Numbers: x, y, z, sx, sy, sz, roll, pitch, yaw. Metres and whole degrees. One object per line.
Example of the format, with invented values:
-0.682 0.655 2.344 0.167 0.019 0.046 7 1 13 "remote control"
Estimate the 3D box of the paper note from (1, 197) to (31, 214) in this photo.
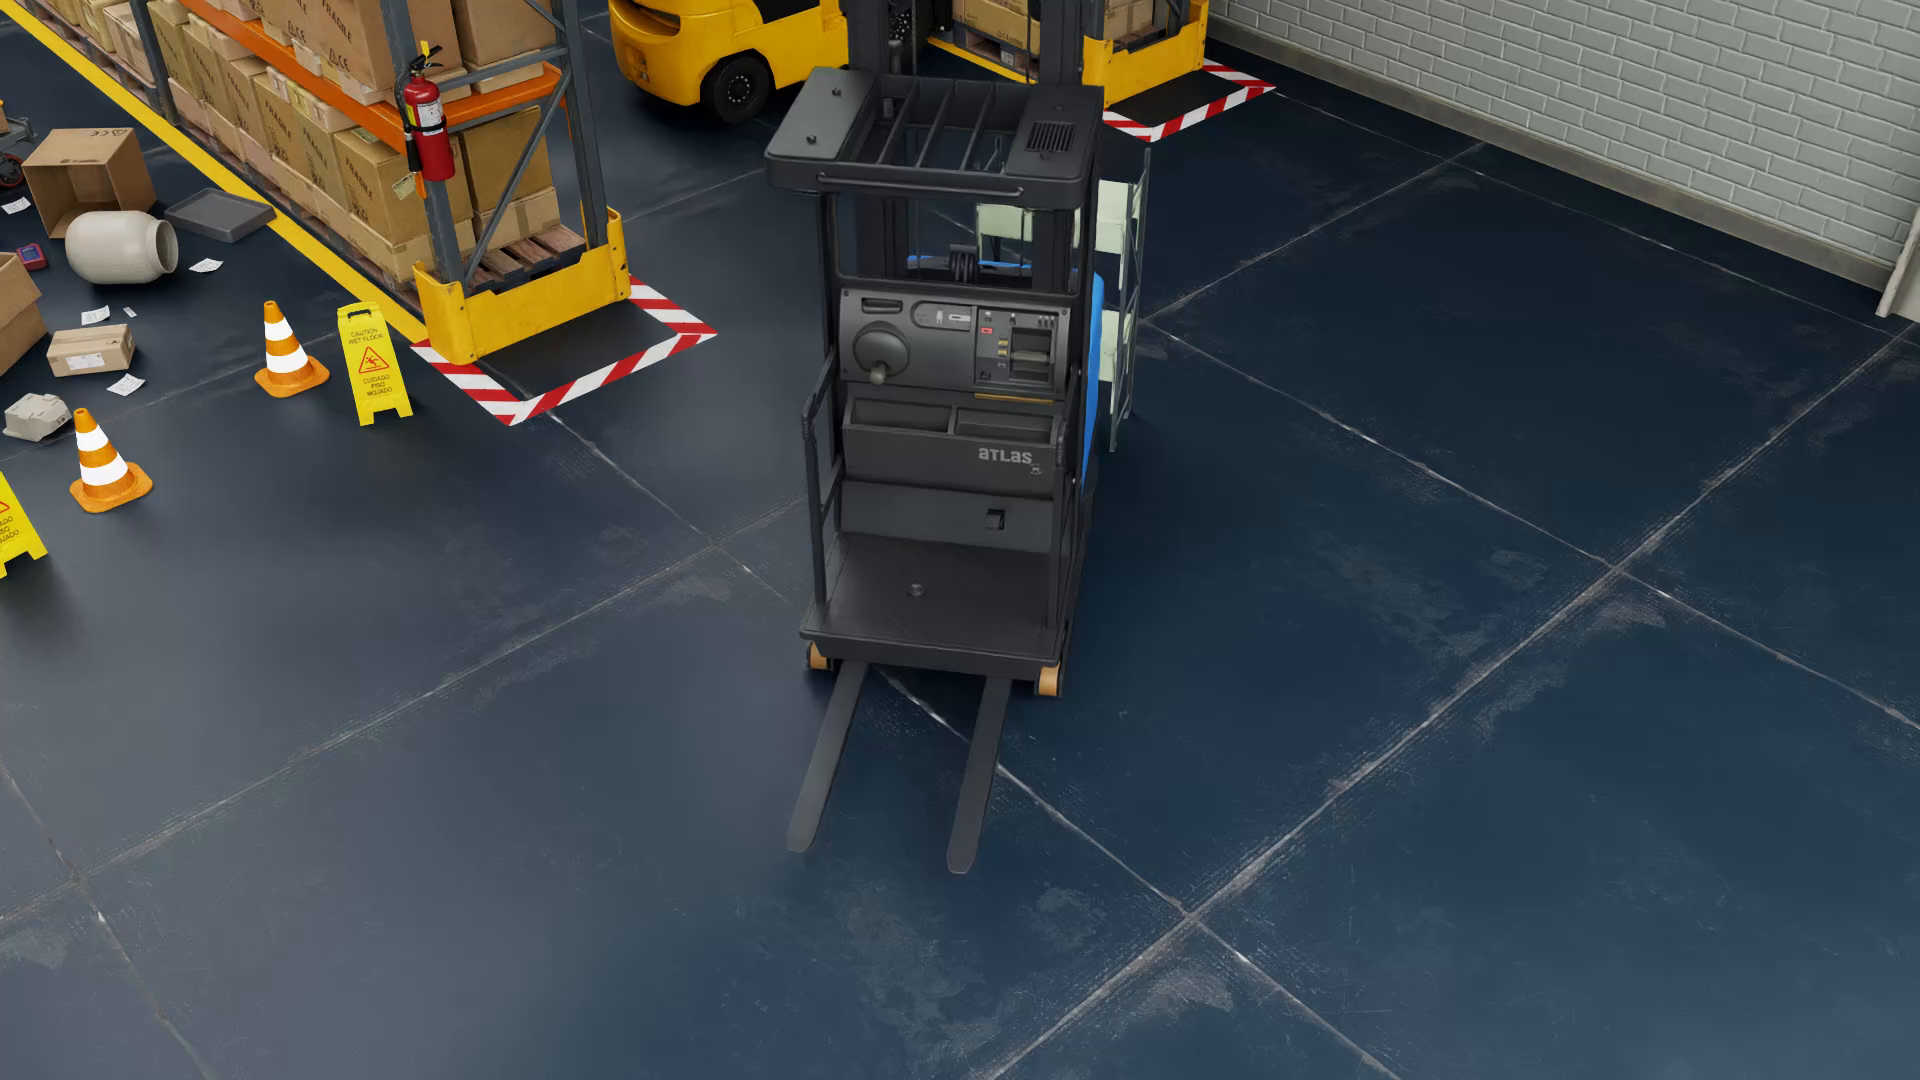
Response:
-5.997 -2.129 10.570 0.148 0.019 0.142 -30 48 -32 "paper note"

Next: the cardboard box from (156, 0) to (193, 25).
-4.858 -3.421 10.547 0.380 0.149 0.250 -29 47 -31 "cardboard box"

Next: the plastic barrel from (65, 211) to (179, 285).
-4.905 -1.713 9.742 0.512 0.421 0.421 -2 39 -2 "plastic barrel"

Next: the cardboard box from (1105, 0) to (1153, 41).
1.072 -3.918 12.276 0.500 0.250 0.500 -30 48 -32 "cardboard box"

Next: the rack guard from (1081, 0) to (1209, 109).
1.277 -3.531 11.932 1.175 0.500 0.348 -30 48 -32 "rack guard"

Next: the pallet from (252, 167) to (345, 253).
-3.789 -2.309 10.649 1.003 0.211 1.213 -30 48 -32 "pallet"

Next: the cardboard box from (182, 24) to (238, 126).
-4.528 -3.009 10.554 0.500 0.500 0.500 -28 47 -30 "cardboard box"

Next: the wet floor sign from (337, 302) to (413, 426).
-3.053 -0.945 8.614 0.267 0.644 0.232 -15 41 -17 "wet floor sign"

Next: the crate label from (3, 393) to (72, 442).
-4.799 -0.649 8.652 0.298 0.136 0.250 11 40 13 "crate label"

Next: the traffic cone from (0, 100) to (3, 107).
-6.968 -3.246 11.609 0.336 0.463 0.334 -30 48 -32 "traffic cone"

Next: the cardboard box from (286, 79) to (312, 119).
-3.593 -2.560 9.481 0.380 0.149 0.250 -29 47 -31 "cardboard box"

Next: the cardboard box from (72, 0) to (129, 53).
-5.944 -3.968 12.241 0.950 0.372 0.625 -27 46 -29 "cardboard box"

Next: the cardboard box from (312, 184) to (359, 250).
-3.483 -2.000 9.901 0.500 0.250 0.500 -30 48 -32 "cardboard box"

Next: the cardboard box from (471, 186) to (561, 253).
-2.735 -1.988 9.886 0.500 0.250 0.500 -30 48 -32 "cardboard box"

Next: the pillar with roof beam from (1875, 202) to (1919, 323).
2.340 -2.947 4.445 9.100 9.000 0.400 -30 48 -32 "pillar with roof beam"

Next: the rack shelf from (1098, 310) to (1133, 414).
0.485 -0.968 8.481 0.720 0.370 0.431 11 40 13 "rack shelf"

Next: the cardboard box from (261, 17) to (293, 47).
-3.720 -2.950 9.423 0.380 0.149 0.250 -30 48 -32 "cardboard box"

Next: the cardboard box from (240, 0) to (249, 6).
-3.963 -3.401 9.465 0.500 0.500 0.500 -29 47 -31 "cardboard box"

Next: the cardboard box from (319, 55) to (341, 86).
-3.214 -2.585 8.972 0.380 0.149 0.250 -31 48 -32 "cardboard box"

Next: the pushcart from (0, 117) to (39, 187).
-6.744 -2.242 10.434 0.936 0.377 1.648 18 42 21 "pushcart"

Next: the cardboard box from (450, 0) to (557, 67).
-2.509 -2.895 8.838 0.500 0.500 0.500 -31 48 -32 "cardboard box"

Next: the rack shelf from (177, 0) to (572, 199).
-3.746 -3.049 9.918 1.077 0.370 4.000 -30 48 -32 "rack shelf"

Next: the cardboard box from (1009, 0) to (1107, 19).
0.701 -3.895 11.849 0.500 0.250 0.500 -31 48 -32 "cardboard box"

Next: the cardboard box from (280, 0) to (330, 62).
-3.299 -2.926 8.877 0.500 0.500 0.500 -30 48 -32 "cardboard box"

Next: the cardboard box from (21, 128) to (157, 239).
-5.376 -2.209 10.293 0.500 0.500 0.500 -2 39 -2 "cardboard box"

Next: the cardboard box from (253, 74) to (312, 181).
-3.819 -2.525 9.954 0.500 0.500 0.500 -31 48 -33 "cardboard box"

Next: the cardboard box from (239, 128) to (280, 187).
-4.168 -2.474 10.487 0.500 0.250 0.500 -31 48 -32 "cardboard box"

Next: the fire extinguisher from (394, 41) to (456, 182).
-2.655 -2.124 8.262 0.296 0.674 0.183 -30 48 -32 "fire extinguisher"

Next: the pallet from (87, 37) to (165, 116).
-5.626 -3.529 12.160 1.003 0.211 1.213 -30 48 -32 "pallet"

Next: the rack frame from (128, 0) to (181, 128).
-5.099 -4.254 10.838 1.000 3.000 0.127 -30 48 -32 "rack frame"

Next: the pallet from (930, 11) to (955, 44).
-0.109 -4.330 13.151 1.003 0.211 1.213 -30 48 -32 "pallet"

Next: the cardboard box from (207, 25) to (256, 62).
-4.325 -3.061 10.101 0.380 0.149 0.250 -27 46 -29 "cardboard box"

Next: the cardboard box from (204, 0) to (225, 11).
-4.264 -3.279 9.830 0.380 0.149 0.250 -30 48 -32 "cardboard box"

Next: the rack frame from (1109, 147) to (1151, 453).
0.835 -1.153 8.192 0.023 1.500 0.400 11 40 13 "rack frame"

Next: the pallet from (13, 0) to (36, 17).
-7.277 -4.659 13.558 1.003 0.211 1.213 -30 48 -32 "pallet"

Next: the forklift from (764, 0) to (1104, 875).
-0.059 -0.717 6.513 1.130 2.935 3.031 6 39 7 "forklift"

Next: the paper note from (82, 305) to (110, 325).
-4.963 -1.292 9.542 0.148 0.019 0.142 -15 41 -17 "paper note"

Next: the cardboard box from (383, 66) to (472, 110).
-2.804 -2.388 8.727 0.380 0.149 0.250 -28 47 -30 "cardboard box"

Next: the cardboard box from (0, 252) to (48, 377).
-5.446 -1.169 9.005 0.637 0.503 0.797 5 39 6 "cardboard box"

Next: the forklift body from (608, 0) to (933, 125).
-1.366 -4.286 11.553 2.313 2.155 1.214 -30 48 -32 "forklift body"

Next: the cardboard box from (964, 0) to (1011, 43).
0.381 -3.925 12.285 0.500 0.250 0.500 -30 48 -32 "cardboard box"

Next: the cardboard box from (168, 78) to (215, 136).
-4.898 -2.960 11.090 0.500 0.250 0.500 32 49 33 "cardboard box"

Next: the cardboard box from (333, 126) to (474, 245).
-3.127 -2.049 9.364 0.500 0.500 0.500 -30 47 -31 "cardboard box"

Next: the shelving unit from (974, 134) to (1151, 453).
0.485 -1.221 8.276 0.755 1.500 0.431 11 40 13 "shelving unit"
